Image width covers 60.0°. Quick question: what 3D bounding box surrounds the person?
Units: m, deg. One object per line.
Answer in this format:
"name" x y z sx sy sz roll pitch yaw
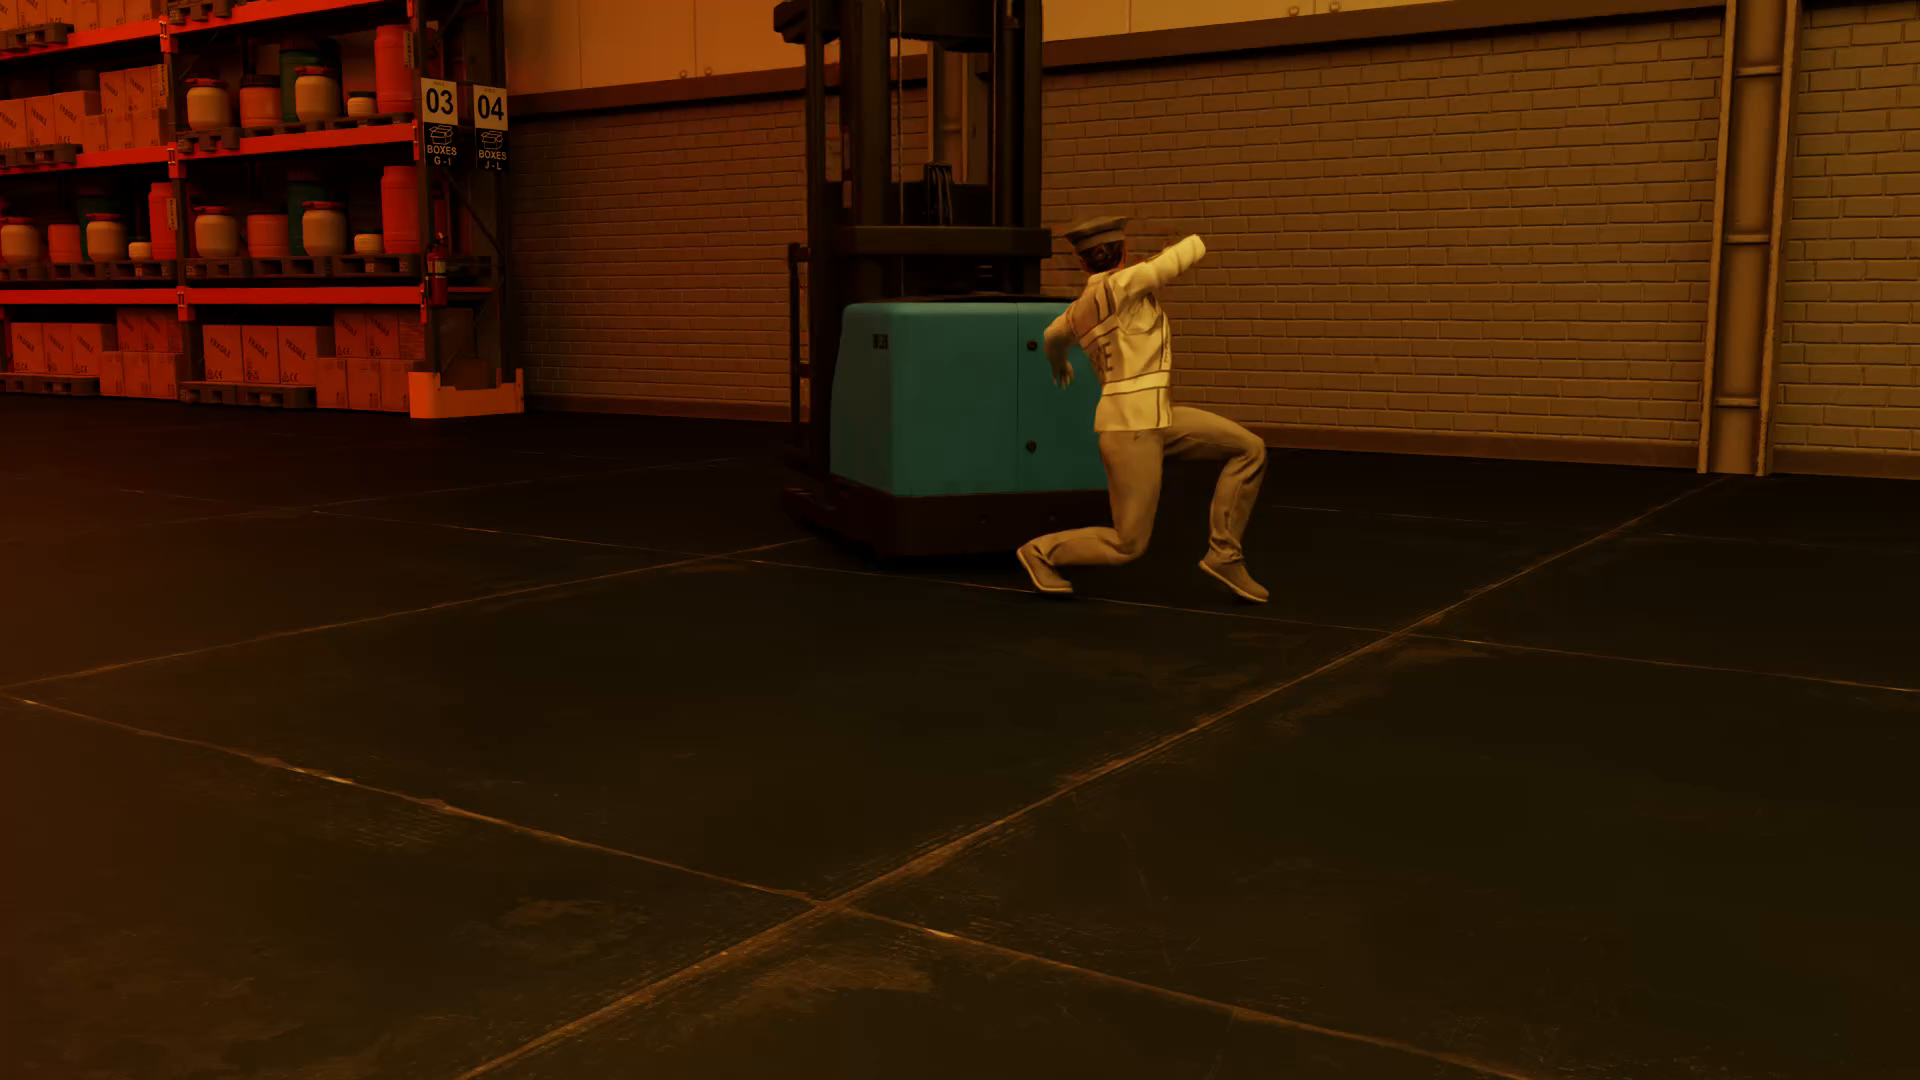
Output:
"person" 0.684 -0.491 6.163 0.925 1.372 0.893 1 8 8

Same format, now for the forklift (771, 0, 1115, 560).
"forklift" -0.258 -1.537 7.998 1.130 2.935 3.031 -3 9 -19
